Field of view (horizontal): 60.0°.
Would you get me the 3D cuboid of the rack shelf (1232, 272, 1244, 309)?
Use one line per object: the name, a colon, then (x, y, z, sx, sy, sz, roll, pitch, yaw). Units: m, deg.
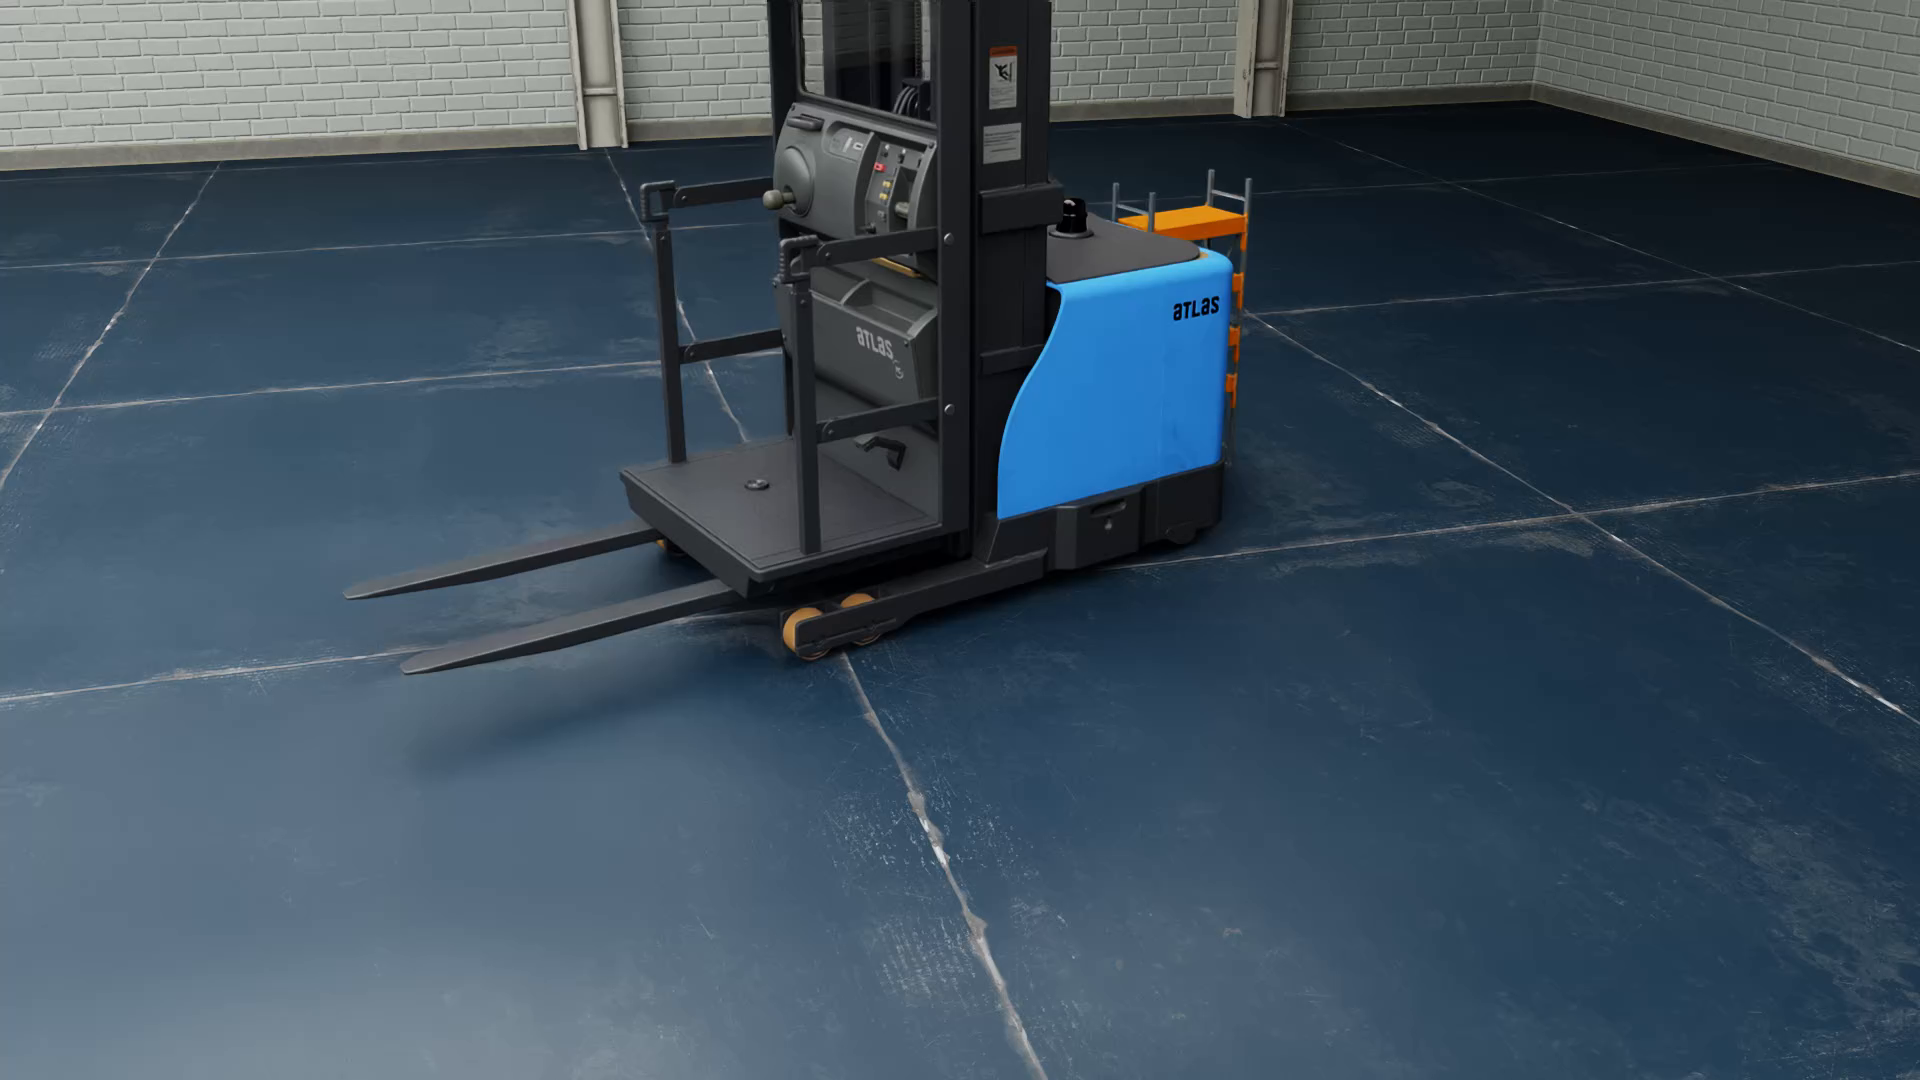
rack shelf: (0.867, -0.988, 6.634, 0.480, 0.148, 0.258, -15, 27, -31)

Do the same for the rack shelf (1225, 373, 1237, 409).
rack shelf: (0.867, -0.600, 6.800, 0.480, 0.148, 0.258, -15, 27, -31)

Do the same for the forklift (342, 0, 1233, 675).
forklift: (-0.526, -1.198, 5.325, 3.031, 2.935, 1.130, -15, 27, -31)

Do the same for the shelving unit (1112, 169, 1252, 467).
shelving unit: (0.867, -0.844, 6.695, 0.503, 1.200, 0.258, -15, 27, -31)

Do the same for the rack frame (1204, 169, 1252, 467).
rack frame: (1.070, -0.897, 6.820, 0.015, 1.200, 0.240, -15, 27, -31)

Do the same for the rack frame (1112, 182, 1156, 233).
rack frame: (0.664, -0.791, 6.571, 0.015, 1.200, 0.240, -15, 27, -31)

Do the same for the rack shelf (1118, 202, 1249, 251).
rack shelf: (0.867, -1.205, 6.540, 0.480, 0.148, 0.258, -15, 27, -31)

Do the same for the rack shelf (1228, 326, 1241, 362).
rack shelf: (0.867, -0.782, 6.722, 0.480, 0.148, 0.258, -15, 27, -31)

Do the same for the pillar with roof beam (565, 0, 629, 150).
pillar with roof beam: (-1.837, -5.819, 8.400, 0.400, 9.000, 9.100, -6, 24, -14)

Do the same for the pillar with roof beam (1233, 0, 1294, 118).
pillar with roof beam: (3.940, -6.459, 9.890, 0.400, 9.000, 9.100, -6, 24, -14)
